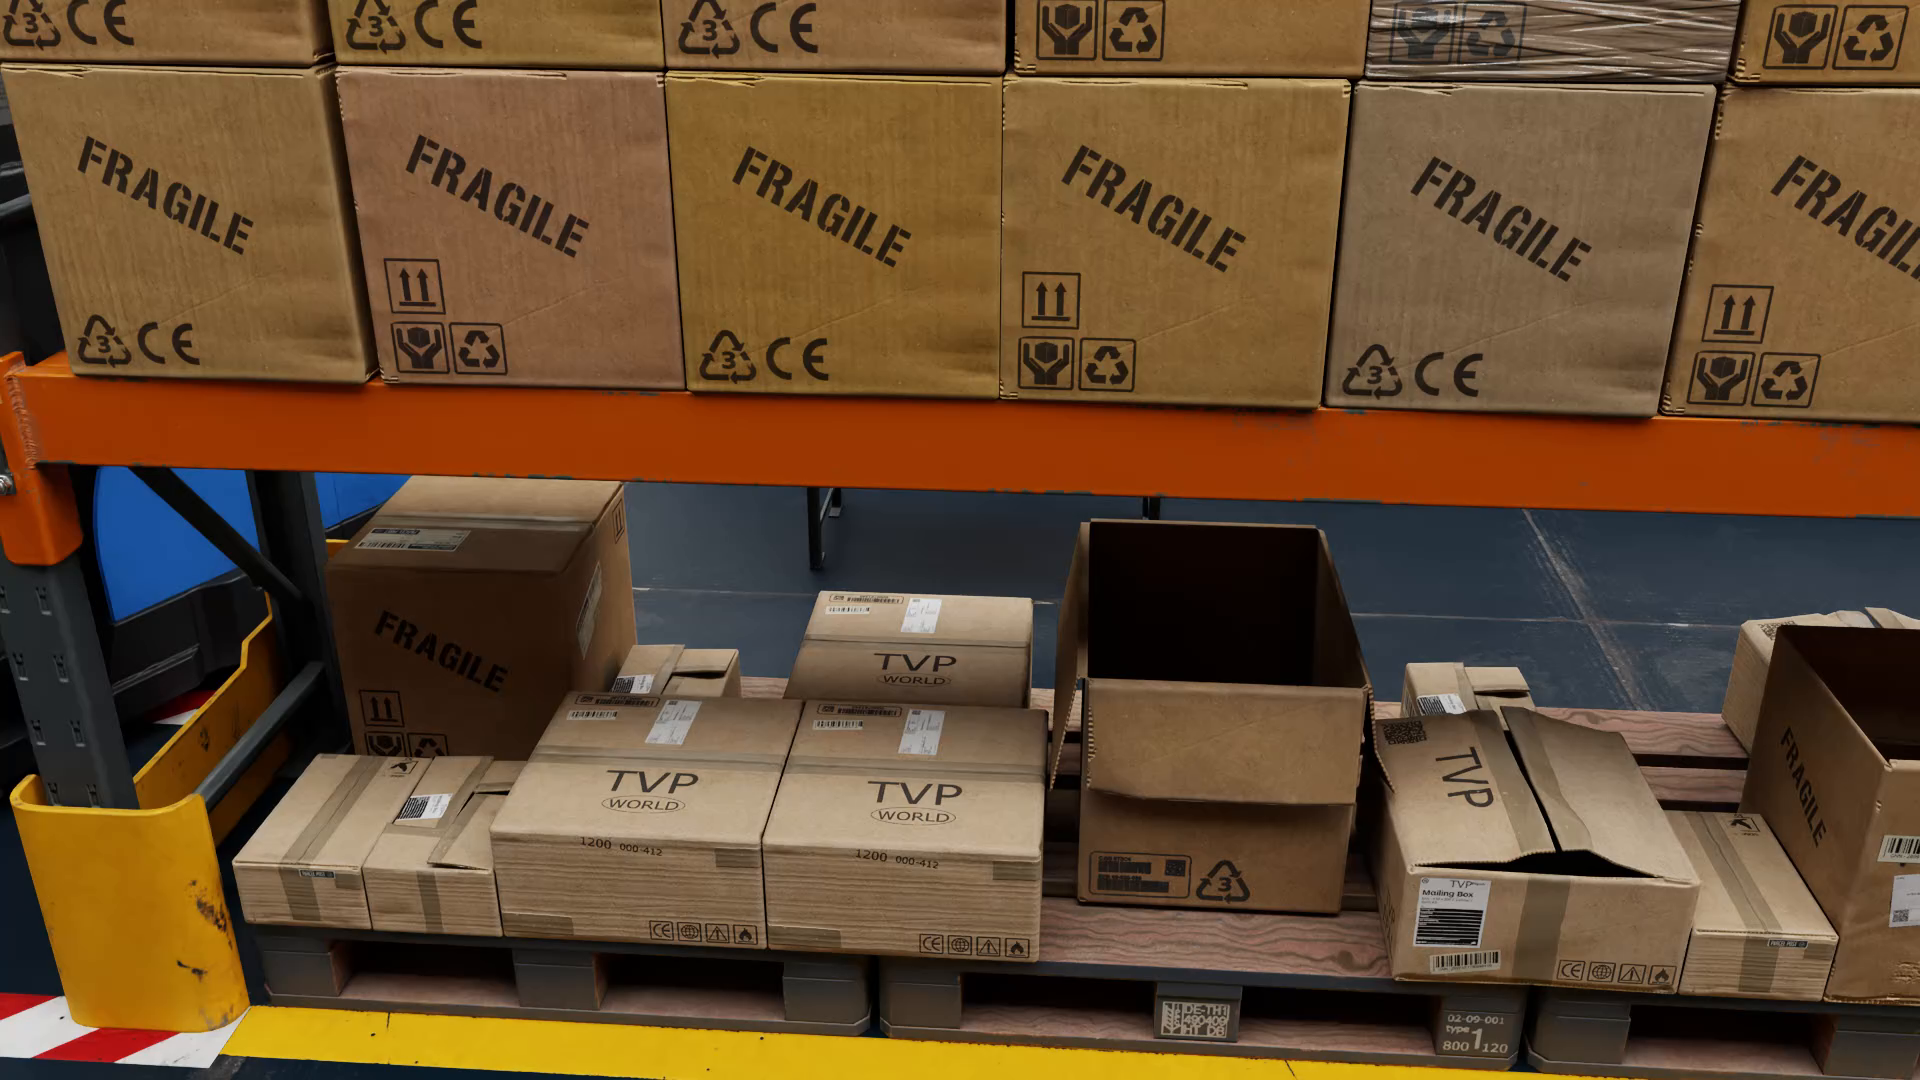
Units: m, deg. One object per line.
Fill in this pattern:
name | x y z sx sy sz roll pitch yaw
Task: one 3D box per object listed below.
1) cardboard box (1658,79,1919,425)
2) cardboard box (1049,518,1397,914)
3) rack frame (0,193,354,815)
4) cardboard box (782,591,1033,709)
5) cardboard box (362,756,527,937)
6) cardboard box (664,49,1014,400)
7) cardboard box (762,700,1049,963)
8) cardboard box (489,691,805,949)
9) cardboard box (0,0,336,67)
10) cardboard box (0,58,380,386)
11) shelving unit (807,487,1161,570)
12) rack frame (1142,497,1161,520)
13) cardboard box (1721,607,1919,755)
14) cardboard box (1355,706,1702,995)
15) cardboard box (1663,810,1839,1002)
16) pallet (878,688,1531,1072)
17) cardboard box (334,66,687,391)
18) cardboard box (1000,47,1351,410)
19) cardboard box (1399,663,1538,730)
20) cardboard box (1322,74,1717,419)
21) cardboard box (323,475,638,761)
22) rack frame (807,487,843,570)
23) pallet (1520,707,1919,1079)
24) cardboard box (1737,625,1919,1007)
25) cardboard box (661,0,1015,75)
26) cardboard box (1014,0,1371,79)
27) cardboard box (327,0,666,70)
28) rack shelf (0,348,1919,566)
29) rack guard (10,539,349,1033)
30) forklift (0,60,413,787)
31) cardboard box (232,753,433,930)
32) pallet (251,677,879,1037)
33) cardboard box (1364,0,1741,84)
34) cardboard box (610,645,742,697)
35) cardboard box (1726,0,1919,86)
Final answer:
cardboard box | 1.351 -0.508 2.647 0.500 0.500 0.500 3 25 5
cardboard box | 0.510 0.338 3.386 0.637 0.503 0.797 2 25 4
rack frame | -1.605 -0.666 3.109 0.127 3.000 1.000 2 25 4
cardboard box | -0.099 0.341 3.684 0.500 0.250 0.500 2 25 4
cardboard box | -0.964 0.586 3.251 0.250 0.166 0.380 2 25 4
cardboard box | -0.167 -0.556 2.750 0.500 0.500 0.500 2 25 4
cardboard box | -0.087 0.551 3.227 0.500 0.250 0.500 2 25 4
cardboard box | -0.586 0.535 3.262 0.500 0.250 0.500 2 25 4
cardboard box | -1.182 -1.041 2.609 0.500 0.500 0.500 3 25 6
cardboard box | -1.182 -0.587 2.818 0.500 0.500 0.500 2 25 5
shelving unit | 0.085 -0.679 4.931 1.048 1.500 0.538 2 25 4
rack frame | 0.592 -0.662 4.895 0.032 1.500 0.500 2 25 4
cardboard box | 1.982 0.380 3.526 0.500 0.311 0.500 2 25 4
cardboard box | 1.046 0.560 3.136 0.500 0.311 0.500 2 25 4
cardboard box | 1.415 0.670 3.089 0.250 0.149 0.380 2 25 4
pallet | 0.479 0.669 3.545 1.213 0.211 1.003 2 25 4
cardboard box | -0.668 -0.573 2.787 0.500 0.500 0.500 2 25 3
cardboard box | 0.331 -0.539 2.713 0.500 0.500 0.500 2 25 5
cardboard box | 1.118 0.422 3.607 0.250 0.166 0.380 2 25 4
cardboard box | 0.839 -0.524 2.680 0.500 0.500 0.500 2 25 5
cardboard box | -1.044 0.185 3.725 0.500 0.500 0.500 2 25 4
rack frame | -0.422 -0.695 4.966 0.032 1.500 0.500 2 25 4
pallet | 1.699 0.707 3.462 1.213 0.211 1.003 2 25 4
cardboard box | 1.794 0.498 3.044 0.500 0.500 0.500 2 25 4
cardboard box | -0.162 -1.010 2.540 0.500 0.500 0.500 2 25 5
cardboard box | 0.344 -0.994 2.506 0.500 0.500 0.500 2 25 4
cardboard box | -0.661 -1.028 2.580 0.500 0.500 0.500 2 25 5
rack shelf | 0.389 -0.275 3.120 4.000 0.370 1.077 2 25 4
rack guard | -1.529 0.472 3.626 0.348 0.500 1.175 2 25 4
forklift | -2.737 -0.792 3.466 1.130 2.935 3.031 14 28 27
cardboard box | -1.214 0.586 3.272 0.250 0.149 0.380 2 25 4
pallet | -0.734 0.629 3.632 1.213 0.211 1.003 2 25 4
cardboard box | 0.846 -0.977 2.470 0.500 0.500 0.500 2 25 4
cardboard box | -0.647 0.387 3.685 0.250 0.166 0.380 2 25 4
cardboard box | 1.349 -0.961 2.435 0.500 0.500 0.500 1 25 3
